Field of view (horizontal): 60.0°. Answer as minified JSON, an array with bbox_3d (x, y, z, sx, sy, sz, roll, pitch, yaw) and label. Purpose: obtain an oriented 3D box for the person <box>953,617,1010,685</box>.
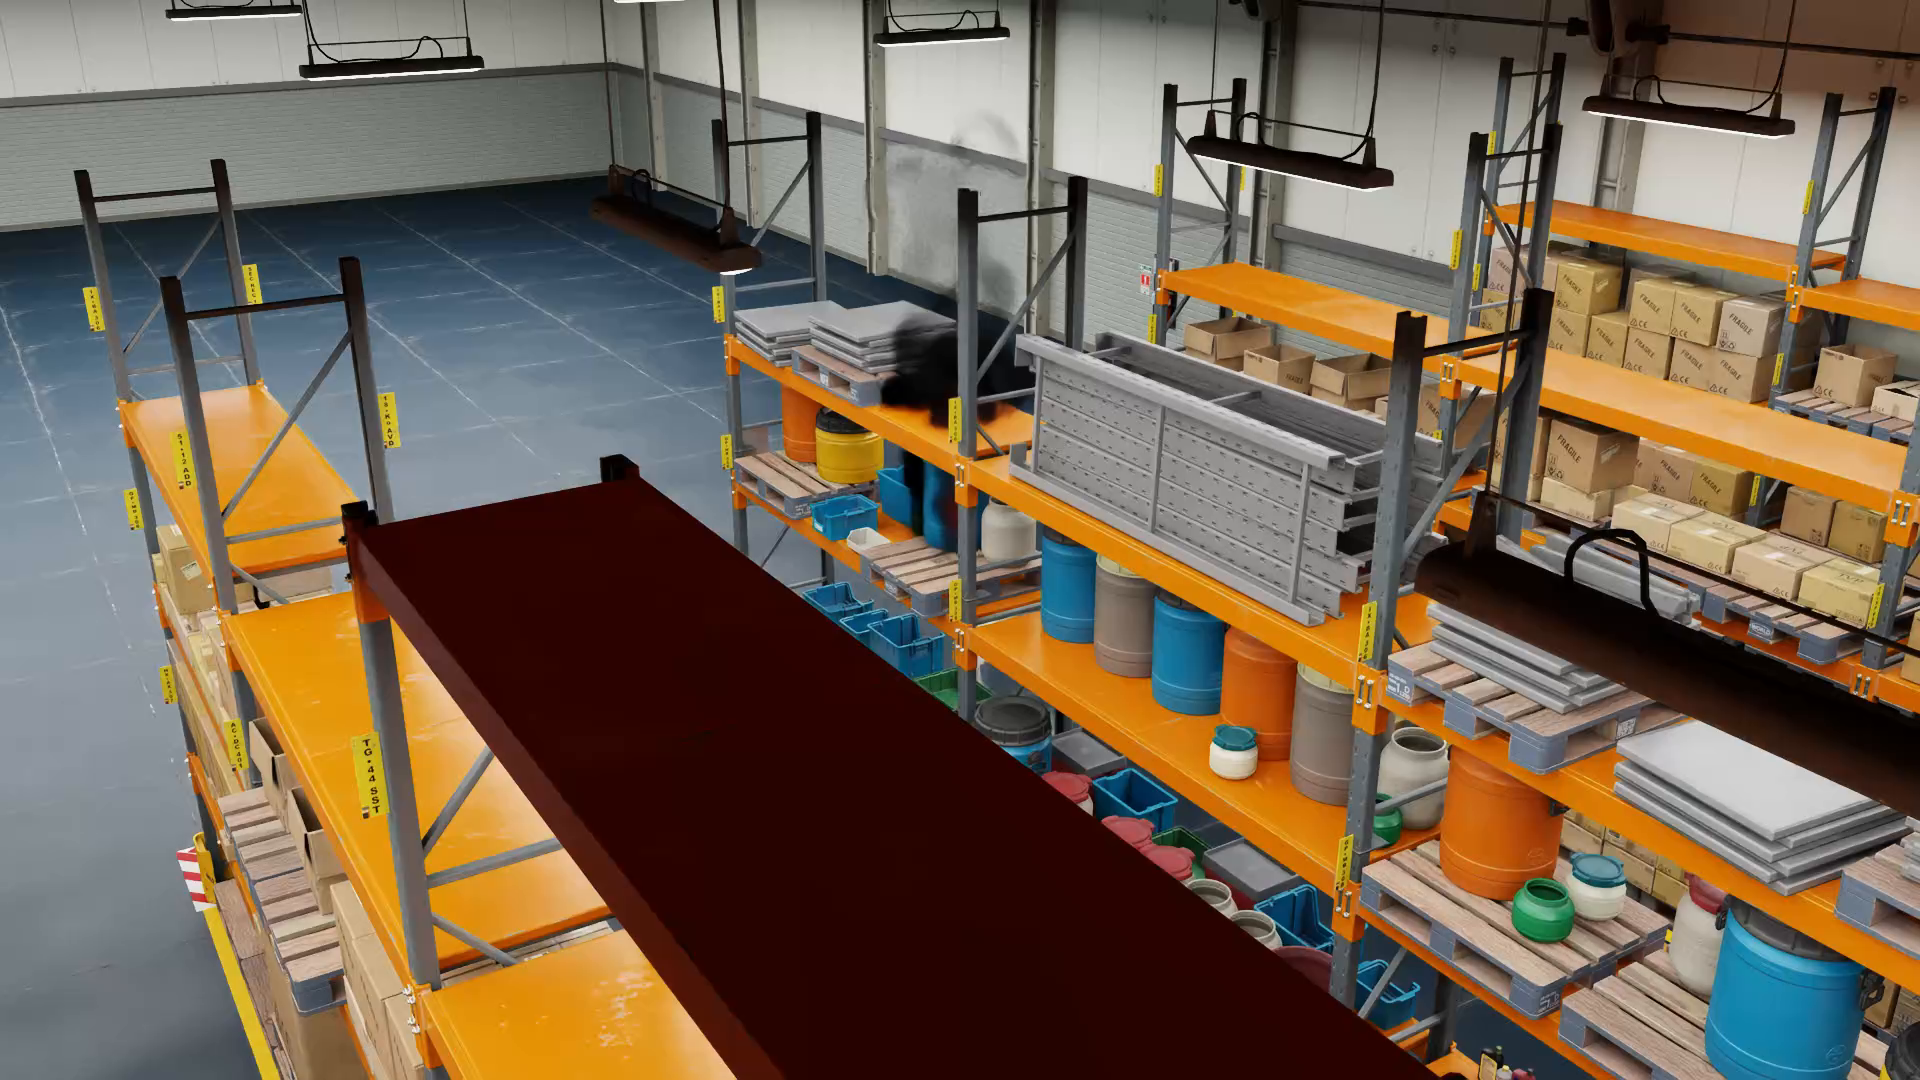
[{"bbox_3d":[0.139,1.012,16.481,0.682,1.834,0.797,-14,26,-31],"label":"person"}]
